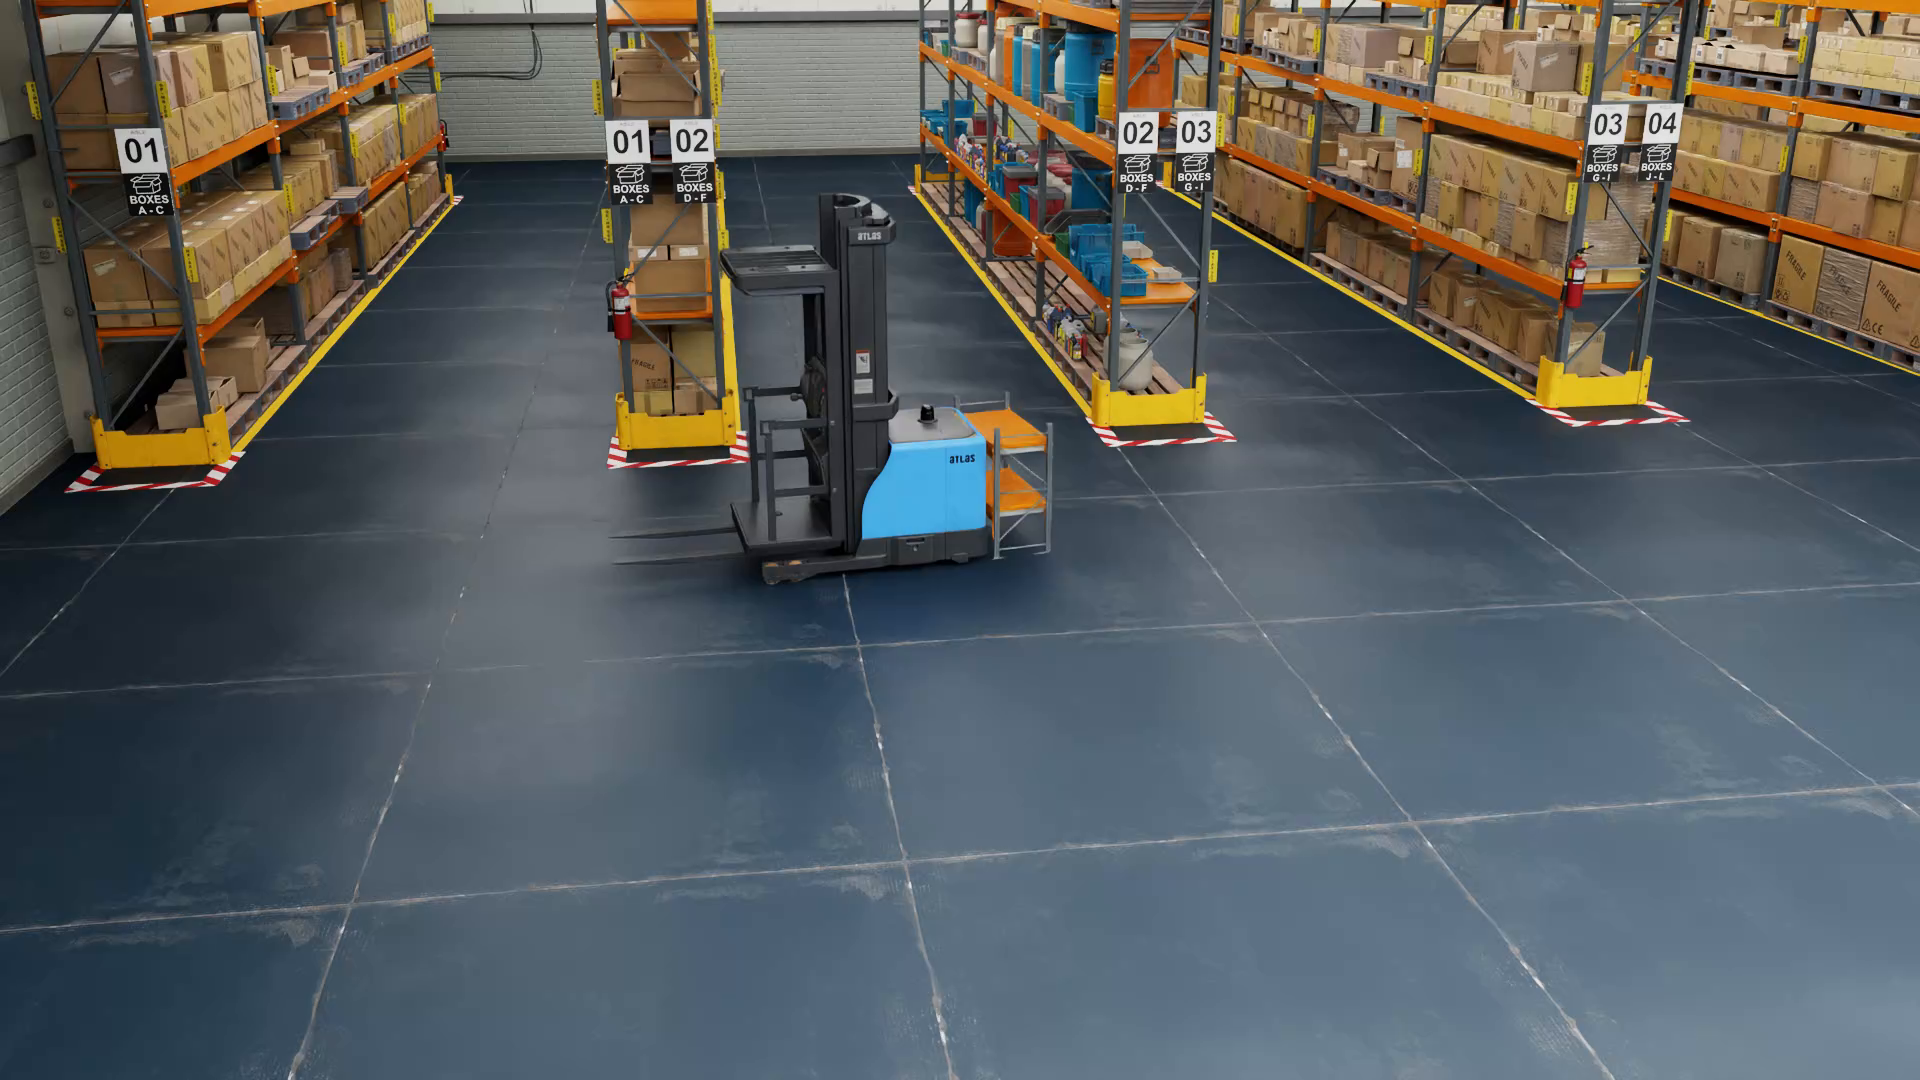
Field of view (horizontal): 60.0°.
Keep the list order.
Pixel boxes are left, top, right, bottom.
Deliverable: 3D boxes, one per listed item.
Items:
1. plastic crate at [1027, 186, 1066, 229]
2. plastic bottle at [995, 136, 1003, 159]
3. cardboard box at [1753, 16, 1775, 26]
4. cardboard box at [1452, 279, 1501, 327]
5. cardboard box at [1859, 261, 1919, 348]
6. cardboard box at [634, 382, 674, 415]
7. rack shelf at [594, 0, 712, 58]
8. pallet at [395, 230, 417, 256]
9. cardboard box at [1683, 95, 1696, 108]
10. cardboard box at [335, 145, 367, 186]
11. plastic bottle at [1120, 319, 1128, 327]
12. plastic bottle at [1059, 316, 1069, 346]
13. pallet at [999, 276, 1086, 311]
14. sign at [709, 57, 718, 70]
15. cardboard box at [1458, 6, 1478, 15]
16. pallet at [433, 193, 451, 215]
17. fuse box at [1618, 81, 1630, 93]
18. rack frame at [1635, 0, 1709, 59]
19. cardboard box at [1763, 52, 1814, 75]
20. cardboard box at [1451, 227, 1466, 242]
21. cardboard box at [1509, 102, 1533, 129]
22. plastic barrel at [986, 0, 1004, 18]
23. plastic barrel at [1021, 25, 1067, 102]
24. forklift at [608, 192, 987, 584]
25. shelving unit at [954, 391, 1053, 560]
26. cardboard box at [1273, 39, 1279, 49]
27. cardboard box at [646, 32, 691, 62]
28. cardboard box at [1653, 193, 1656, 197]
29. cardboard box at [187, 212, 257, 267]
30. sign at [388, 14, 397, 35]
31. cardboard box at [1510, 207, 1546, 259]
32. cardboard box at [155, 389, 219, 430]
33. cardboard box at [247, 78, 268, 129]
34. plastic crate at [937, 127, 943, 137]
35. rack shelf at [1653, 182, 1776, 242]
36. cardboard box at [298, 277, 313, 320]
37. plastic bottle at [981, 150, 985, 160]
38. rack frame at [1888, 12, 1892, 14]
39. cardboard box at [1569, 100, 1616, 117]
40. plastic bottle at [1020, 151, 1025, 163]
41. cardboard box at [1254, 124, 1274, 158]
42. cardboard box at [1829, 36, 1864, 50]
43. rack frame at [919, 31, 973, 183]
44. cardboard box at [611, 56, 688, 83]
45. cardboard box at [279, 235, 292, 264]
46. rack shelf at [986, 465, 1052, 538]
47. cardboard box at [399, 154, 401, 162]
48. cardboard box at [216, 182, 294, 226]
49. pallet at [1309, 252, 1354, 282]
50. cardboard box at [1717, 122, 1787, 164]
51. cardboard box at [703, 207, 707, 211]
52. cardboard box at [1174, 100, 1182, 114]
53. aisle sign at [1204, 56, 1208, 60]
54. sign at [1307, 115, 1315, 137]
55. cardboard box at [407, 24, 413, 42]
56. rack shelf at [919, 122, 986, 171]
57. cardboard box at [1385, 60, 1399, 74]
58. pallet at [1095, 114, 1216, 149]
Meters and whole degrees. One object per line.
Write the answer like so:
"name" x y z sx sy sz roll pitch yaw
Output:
"plastic crate" 1.093 -4.217 21.127 0.402 0.464 0.583 -3 21 -8
"plastic bottle" 0.653 -6.408 27.157 0.144 0.351 0.185 -3 21 -8
"cardboard box" 14.612 -9.345 30.110 0.396 0.266 0.258 -2 21 -6
"cardboard box" 6.475 -2.971 20.857 0.500 0.500 0.500 4 21 9
"cardboard box" 11.574 -2.852 20.001 0.875 0.875 0.875 -3 21 -9
"cardboard box" -3.229 -1.480 17.222 0.500 0.250 0.500 -3 21 -8
"rack shelf" -3.148 -5.379 17.358 1.077 0.370 4.000 -3 21 -8
"pallet" -9.305 -4.735 26.592 1.003 0.211 1.213 -3 21 -8
"cardboard box" 14.385 -8.454 32.422 0.500 0.500 0.500 -3 21 -8
"cardboard box" -8.731 -5.296 23.513 0.500 0.500 0.500 -2 21 -6
"plastic bottle" 1.938 -2.521 19.944 0.152 0.276 0.135 -3 21 -7
"plastic bottle" 1.260 -2.487 19.744 0.144 0.351 0.185 -3 21 -8
"pallet" 1.135 -3.421 23.075 1.003 0.211 1.213 -3 21 -8
"sign" -2.887 -5.499 19.513 0.100 0.325 0.005 -3 21 -8
"cardboard box" 9.487 -9.835 30.905 0.380 0.149 0.250 -2 21 -6
"pallet" -9.875 -6.110 30.274 1.003 0.211 1.213 -3 21 -8
"fuse box" 15.707 -10.342 39.460 0.539 1.711 0.414 -3 21 -8
"rack frame" 10.713 -8.695 24.634 1.000 3.000 0.127 -3 21 -8
"cardboard box" 11.030 -6.314 22.019 0.500 0.250 0.500 -3 21 -7
"cardboard box" 6.228 -3.730 20.274 0.380 0.149 0.250 -3 21 -8
"cardboard box" 6.482 -4.739 18.544 0.500 0.250 0.500 -2 21 -7
"plastic barrel" 0.710 -8.058 25.899 0.600 0.901 0.708 -3 21 -8
"plastic barrel" 1.083 -6.066 21.167 0.600 0.901 0.600 0 20 0
"forklift" -1.350 -1.225 13.306 3.031 2.935 1.130 -5 21 -13
"shelving unit" 0.353 -0.566 14.124 0.538 1.125 1.048 -7 22 -18
"cardboard box" 5.280 -8.015 26.861 0.380 0.149 0.250 -4 21 -10
"cardboard box" -3.486 -5.884 19.939 0.500 0.500 0.500 -3 21 -7
"cardboard box" 10.853 -5.512 26.588 0.500 0.250 0.500 -4 21 -10
"cardboard box" -7.748 -3.150 17.476 0.500 0.500 0.500 -2 21 -6
"sign" -8.955 -8.130 26.221 0.100 0.325 0.005 -3 21 -8
"cardboard box" 6.701 -3.444 18.583 0.875 0.500 0.500 -3 21 -8
"cardboard box" -7.772 -1.340 16.732 0.500 0.311 0.500 -5 21 -14
"cardboard box" -8.020 -4.833 18.410 0.500 0.500 0.500 -2 21 -6
"plastic crate" -0.236 -7.297 29.756 0.293 0.136 0.466 -3 21 -8
"rack shelf" 11.001 -4.855 23.956 1.077 0.370 4.000 -3 21 -8
"cardboard box" -8.585 -3.000 20.906 0.700 0.500 0.500 -3 21 -9
"plastic bottle" 0.360 -5.950 26.027 0.061 0.283 0.133 -3 21 -8
"rack frame" 19.355 -12.001 33.486 1.000 3.000 0.127 -3 21 -8
"cardboard box" 6.595 -4.501 17.338 0.380 0.149 0.250 -3 21 -8
"plastic bottle" 0.991 -5.967 26.088 0.097 0.271 0.097 0 20 0
"cardboard box" 5.178 -6.582 27.408 0.500 0.500 0.500 -3 21 -9
"cardboard box" 11.044 -6.172 20.644 0.380 0.149 0.250 -3 21 -8
"rack frame" -0.264 -8.189 31.855 1.000 3.000 0.127 -3 21 -8
"cardboard box" -3.324 -4.925 17.881 0.797 0.503 0.637 -1 20 -2
"cardboard box" -7.970 -3.325 19.018 0.500 0.250 0.500 -3 21 -8
"rack shelf" 0.353 -0.337 14.210 0.538 0.278 1.000 -7 22 -18
"cardboard box" -9.162 -6.093 26.574 0.380 0.149 0.250 -3 21 -7
"cardboard box" -8.377 -3.966 19.775 0.700 0.500 0.500 -3 21 -8
"pallet" 5.902 -4.092 24.871 1.003 0.211 1.213 -3 21 -8
"cardboard box" 11.064 -5.539 23.188 0.700 0.500 0.500 -3 21 -7
"cardboard box" -3.004 -3.614 18.534 0.380 0.149 0.250 -2 21 -6
"cardboard box" 4.439 -8.328 32.016 0.500 0.250 0.500 -3 21 -9
"aisle sign" 4.924 -9.697 32.176 0.394 0.787 0.004 -3 21 -8
"sign" 5.242 -6.182 24.827 0.100 0.325 0.005 -3 21 -8
"cardboard box" -9.470 -8.490 27.844 0.500 0.250 0.500 -3 21 -9
"rack shelf" 0.024 -7.160 30.127 1.077 0.370 4.000 -3 21 -8
"cardboard box" 5.998 -6.421 22.567 0.380 0.166 0.250 -3 21 -9
"pallet" 2.020 -4.258 17.311 1.003 0.211 1.213 -3 21 -8
